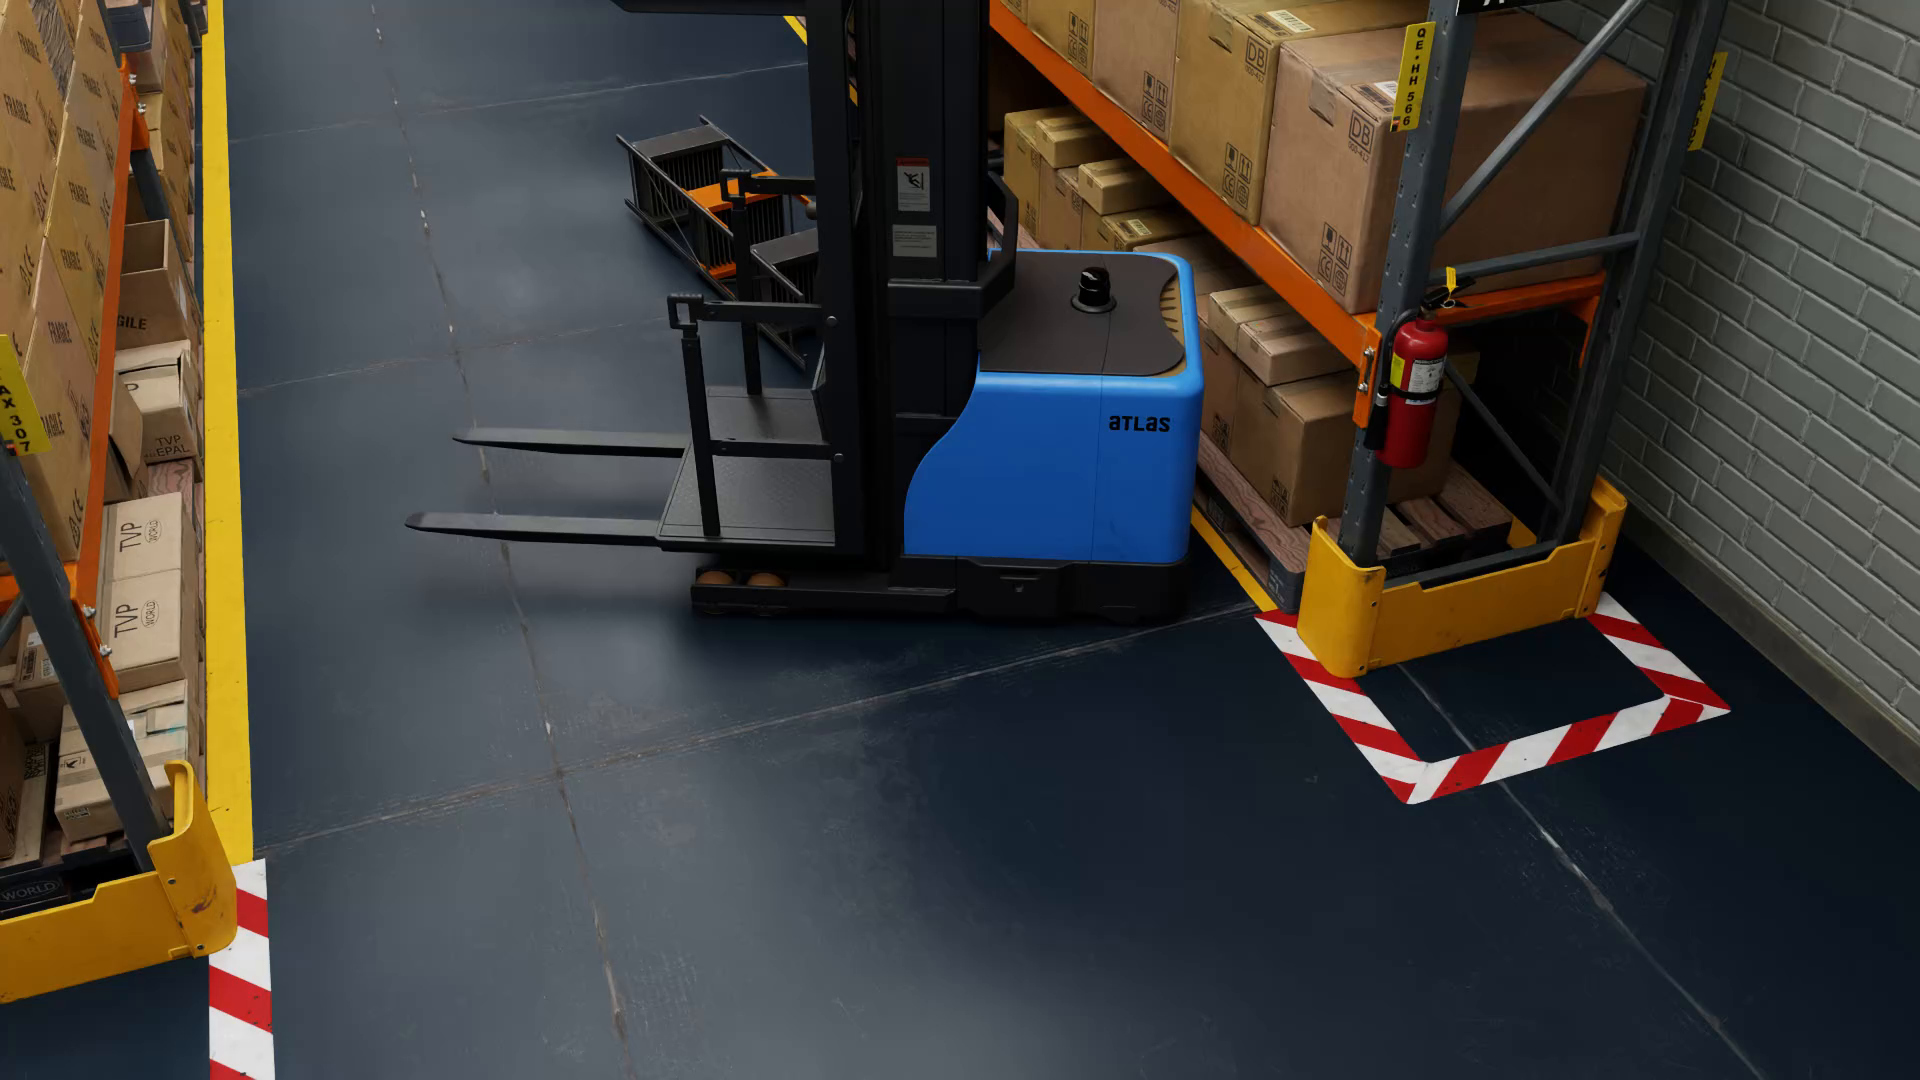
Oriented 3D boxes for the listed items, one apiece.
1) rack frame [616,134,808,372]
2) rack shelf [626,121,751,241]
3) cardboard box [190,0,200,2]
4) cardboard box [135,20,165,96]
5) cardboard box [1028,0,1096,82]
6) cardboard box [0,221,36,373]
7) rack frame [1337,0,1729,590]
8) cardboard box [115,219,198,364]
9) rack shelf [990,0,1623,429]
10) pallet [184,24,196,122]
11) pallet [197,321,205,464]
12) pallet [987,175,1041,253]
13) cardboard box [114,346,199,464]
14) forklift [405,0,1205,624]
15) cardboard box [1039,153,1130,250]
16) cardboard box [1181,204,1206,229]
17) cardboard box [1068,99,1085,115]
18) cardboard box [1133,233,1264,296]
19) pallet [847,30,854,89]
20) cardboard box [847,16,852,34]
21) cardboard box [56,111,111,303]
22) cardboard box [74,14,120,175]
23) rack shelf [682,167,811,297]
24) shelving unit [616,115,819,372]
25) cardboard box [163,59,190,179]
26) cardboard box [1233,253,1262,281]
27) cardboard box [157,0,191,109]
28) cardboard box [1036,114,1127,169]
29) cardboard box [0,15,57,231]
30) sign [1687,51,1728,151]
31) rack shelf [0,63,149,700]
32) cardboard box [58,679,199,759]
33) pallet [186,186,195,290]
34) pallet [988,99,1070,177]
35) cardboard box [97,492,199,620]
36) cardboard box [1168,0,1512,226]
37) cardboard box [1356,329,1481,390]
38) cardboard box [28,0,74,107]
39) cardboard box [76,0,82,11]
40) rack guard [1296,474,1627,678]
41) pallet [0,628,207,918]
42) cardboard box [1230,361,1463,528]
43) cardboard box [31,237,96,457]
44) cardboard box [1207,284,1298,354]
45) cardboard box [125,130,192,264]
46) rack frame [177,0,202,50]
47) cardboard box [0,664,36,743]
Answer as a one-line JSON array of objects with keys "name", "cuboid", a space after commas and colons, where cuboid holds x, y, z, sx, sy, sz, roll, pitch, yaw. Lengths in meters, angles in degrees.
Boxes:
[{"name": "rack frame", "cuboid": [-1.270, -1.474, 8.299, 0.015, 0.400, 2.100, -21, 42, -25]}, {"name": "rack shelf", "cuboid": [-1.431, -1.901, 8.866, 0.480, 0.431, 0.518, -21, 42, -25]}, {"name": "cardboard box", "cuboid": [-5.454, -3.830, 11.278, 0.500, 0.250, 0.500, -13, 39, -16]}, {"name": "cardboard box", "cuboid": [-4.455, -2.509, 8.677, 0.500, 0.250, 0.500, -12, 39, -16]}, {"name": "cardboard box", "cuboid": [0.895, -2.568, 7.417, 0.980, 0.700, 0.700, -13, 39, -17]}, {"name": "cardboard box", "cuboid": [-2.701, -0.629, 4.178, 0.500, 0.500, 0.500, -11, 38, -15]}, {"name": "rack frame", "cuboid": [1.854, -0.912, 5.468, 1.000, 3.000, 0.127, -12, 39, -16]}, {"name": "cardboard box", "cuboid": [-3.710, -1.058, 7.374, 0.500, 0.500, 0.500, -12, 39, -16]}, {"name": "rack shelf", "cuboid": [1.165, -1.755, 7.184, 1.077, 0.370, 4.000, -12, 39, -16]}, {"name": "pallet", "cuboid": [-5.328, -2.860, 10.372, 1.003, 0.211, 1.213, -12, 39, -16]}, {"name": "pallet", "cuboid": [-3.937, -0.642, 7.427, 1.003, 0.211, 1.213, -12, 39, -16]}, {"name": "pallet", "cuboid": [0.665, -1.612, 8.715, 1.003, 0.211, 1.213, -12, 39, -16]}, {"name": "cardboard box", "cuboid": [-3.452, -0.559, 6.868, 0.500, 0.311, 0.500, -12, 39, -16]}, {"name": "forklift", "cuboid": [-0.626, -1.194, 5.899, 3.031, 2.935, 1.130, 2, 37, 3]}, {"name": "cardboard box", "cuboid": [0.808, -1.613, 8.127, 0.700, 0.500, 0.500, -13, 39, -16]}, {"name": "cardboard box", "cuboid": [1.225, -1.545, 7.497, 0.380, 0.149, 0.250, -13, 39, -17]}, {"name": "cardboard box", "cuboid": [0.775, -2.279, 8.472, 0.380, 0.149, 0.250, -13, 39, -16]}, {"name": "cardboard box", "cuboid": [1.173, -1.023, 7.343, 0.700, 0.500, 0.500, -14, 39, -17]}, {"name": "pallet", "cuboid": [-0.283, -3.169, 10.781, 1.003, 0.211, 1.213, -12, 39, -16]}, {"name": "cardboard box", "cuboid": [-0.474, -3.802, 10.742, 0.750, 0.750, 0.750, -13, 39, -16]}, {"name": "cardboard box", "cuboid": [-3.224, -1.087, 5.617, 0.500, 0.500, 0.500, -12, 39, -15]}, {"name": "cardboard box", "cuboid": [-3.581, -1.664, 6.383, 0.500, 0.500, 0.500, -11, 38, -15]}, {"name": "rack shelf", "cuboid": [-1.057, -1.545, 8.394, 0.480, 0.431, 0.518, -21, 42, -25]}, {"name": "shelving unit", "cuboid": [-1.064, -1.552, 8.403, 0.503, 0.431, 2.100, -21, 42, -25]}, {"name": "cardboard box", "cuboid": [-4.469, -2.228, 8.927, 0.500, 0.500, 0.500, -12, 39, -15]}, {"name": "cardboard box", "cuboid": [1.401, -1.257, 7.115, 0.380, 0.149, 0.250, -12, 39, -15]}, {"name": "cardboard box", "cuboid": [-4.829, -2.809, 9.698, 0.500, 0.500, 0.500, -14, 39, -18]}, {"name": "cardboard box", "cuboid": [0.585, -1.925, 8.002, 0.380, 0.149, 0.250, -11, 38, -14]}, {"name": "cardboard box", "cuboid": [-3.056, -1.206, 4.944, 0.500, 0.500, 0.500, -12, 39, -15]}, {"name": "sign", "cuboid": [2.377, -1.401, 5.332, 0.100, 0.325, 0.005, -12, 39, -16]}, {"name": "rack shelf", "cuboid": [-3.484, -0.727, 5.820, 1.077, 0.370, 4.000, -12, 39, -16]}, {"name": "cardboard box", "cuboid": [-2.704, 0.623, 5.419, 0.380, 0.166, 0.250, -12, 39, -16]}, {"name": "pallet", "cuboid": [-4.488, -1.482, 8.542, 1.003, 0.211, 1.213, -12, 39, -16]}, {"name": "pallet", "cuboid": [0.141, -2.478, 9.865, 1.003, 0.211, 1.213, -12, 39, -16]}, {"name": "cardboard box", "cuboid": [-3.061, 0.107, 6.034, 0.500, 0.250, 0.500, -12, 39, -16]}, {"name": "cardboard box", "cuboid": [1.408, -1.727, 6.300, 0.980, 0.700, 0.700, -13, 39, -16]}, {"name": "cardboard box", "cuboid": [1.750, -0.686, 6.357, 0.380, 0.149, 0.250, -12, 39, -16]}, {"name": "cardboard box", "cuboid": [-3.404, -1.778, 5.703, 0.500, 0.500, 0.500, -12, 39, -16]}, {"name": "cardboard box", "cuboid": [-3.756, -2.351, 6.464, 0.500, 0.500, 0.500, -12, 39, -16]}, {"name": "rack guard", "cuboid": [1.862, 0.100, 6.202, 1.175, 0.500, 0.348, -12, 39, -16]}, {"name": "pallet", "cuboid": [-3.098, 0.736, 5.597, 1.003, 0.211, 1.213, -12, 39, -16]}, {"name": "cardboard box", "cuboid": [1.519, -0.456, 6.591, 0.700, 0.500, 0.500, -12, 39, -16]}, {"name": "cardboard box", "cuboid": [-2.884, -0.520, 4.864, 0.500, 0.500, 0.500, -13, 39, -16]}, {"name": "cardboard box", "cuboid": [1.215, -0.894, 6.634, 0.380, 0.149, 0.250, -11, 38, -15]}, {"name": "cardboard box", "cuboid": [-4.110, -1.645, 8.153, 0.500, 0.500, 0.500, -14, 39, -18]}, {"name": "rack frame", "cuboid": [-5.549, -4.404, 10.103, 1.000, 3.000, 0.127, -12, 39, -16]}, {"name": "cardboard box", "cuboid": [-3.269, 0.568, 5.492, 0.380, 0.166, 0.250, -12, 39, -16]}]
